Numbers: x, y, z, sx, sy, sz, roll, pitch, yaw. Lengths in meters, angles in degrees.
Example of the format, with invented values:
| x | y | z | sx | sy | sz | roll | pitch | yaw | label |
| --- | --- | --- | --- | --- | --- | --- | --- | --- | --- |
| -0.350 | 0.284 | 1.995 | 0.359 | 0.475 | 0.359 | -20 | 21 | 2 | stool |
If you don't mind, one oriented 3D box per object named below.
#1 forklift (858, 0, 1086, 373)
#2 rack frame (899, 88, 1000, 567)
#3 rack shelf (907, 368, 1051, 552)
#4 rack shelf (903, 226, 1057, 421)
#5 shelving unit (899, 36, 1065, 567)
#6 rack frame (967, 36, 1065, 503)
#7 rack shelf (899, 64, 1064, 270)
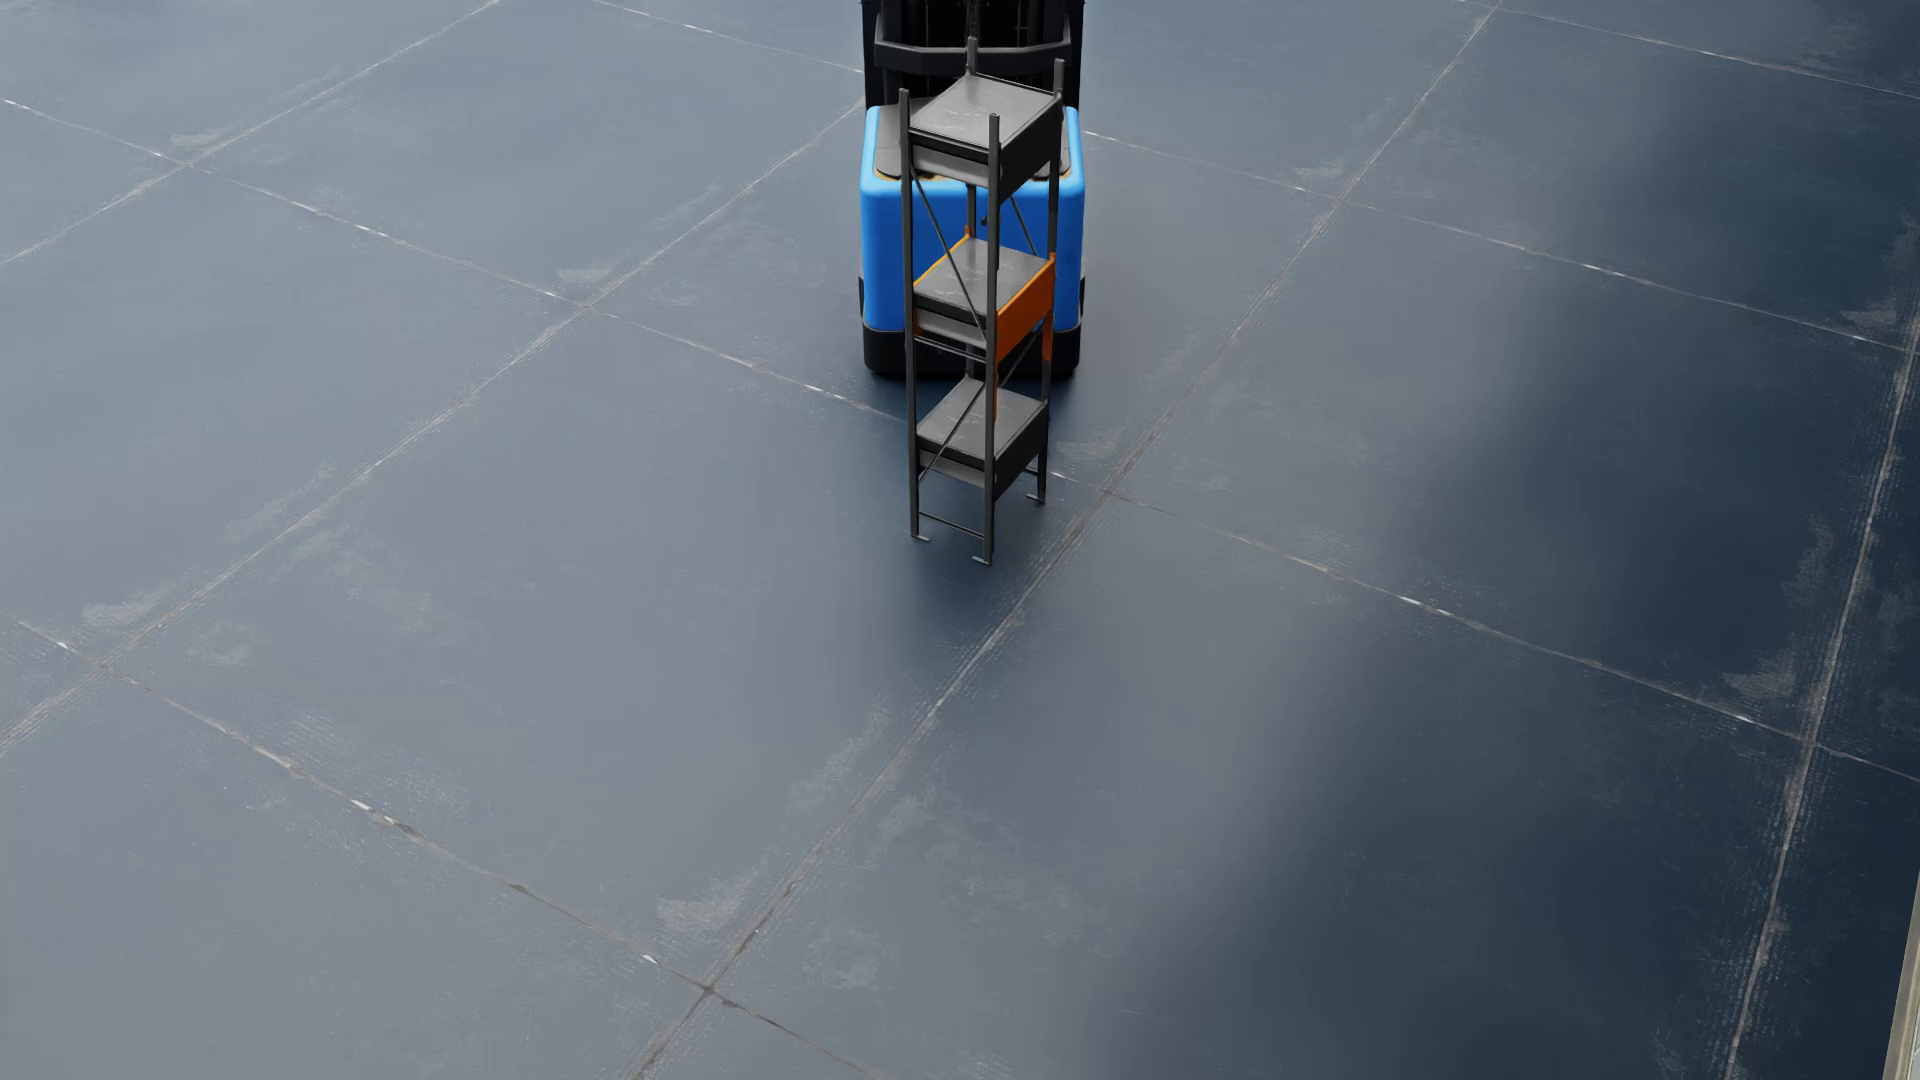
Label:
| x | y | z | sx | sy | sz | roll | pitch | yaw | label |
| --- | --- | --- | --- | --- | --- | --- | --- | --- | --- |
| 0.063 | -2.855 | 8.274 | 1.130 | 2.935 | 3.031 | 0 | 41 | 0 | forklift |
| -0.039 | -0.743 | 6.505 | 0.400 | 2.100 | 0.015 | 21 | 45 | 22 | rack frame |
| 0.083 | -0.347 | 7.135 | 0.431 | 0.518 | 0.480 | 21 | 45 | 22 | rack shelf |
| 0.083 | -0.872 | 6.673 | 0.431 | 0.518 | 0.480 | 21 | 45 | 22 | rack shelf |
| 0.083 | -0.883 | 6.664 | 0.431 | 2.100 | 0.503 | 21 | 45 | 22 | shelving unit |
| 0.205 | -1.022 | 6.822 | 0.400 | 2.100 | 0.015 | 21 | 45 | 22 | rack frame |
| 0.083 | -1.398 | 6.210 | 0.431 | 0.518 | 0.480 | 21 | 45 | 22 | rack shelf |
